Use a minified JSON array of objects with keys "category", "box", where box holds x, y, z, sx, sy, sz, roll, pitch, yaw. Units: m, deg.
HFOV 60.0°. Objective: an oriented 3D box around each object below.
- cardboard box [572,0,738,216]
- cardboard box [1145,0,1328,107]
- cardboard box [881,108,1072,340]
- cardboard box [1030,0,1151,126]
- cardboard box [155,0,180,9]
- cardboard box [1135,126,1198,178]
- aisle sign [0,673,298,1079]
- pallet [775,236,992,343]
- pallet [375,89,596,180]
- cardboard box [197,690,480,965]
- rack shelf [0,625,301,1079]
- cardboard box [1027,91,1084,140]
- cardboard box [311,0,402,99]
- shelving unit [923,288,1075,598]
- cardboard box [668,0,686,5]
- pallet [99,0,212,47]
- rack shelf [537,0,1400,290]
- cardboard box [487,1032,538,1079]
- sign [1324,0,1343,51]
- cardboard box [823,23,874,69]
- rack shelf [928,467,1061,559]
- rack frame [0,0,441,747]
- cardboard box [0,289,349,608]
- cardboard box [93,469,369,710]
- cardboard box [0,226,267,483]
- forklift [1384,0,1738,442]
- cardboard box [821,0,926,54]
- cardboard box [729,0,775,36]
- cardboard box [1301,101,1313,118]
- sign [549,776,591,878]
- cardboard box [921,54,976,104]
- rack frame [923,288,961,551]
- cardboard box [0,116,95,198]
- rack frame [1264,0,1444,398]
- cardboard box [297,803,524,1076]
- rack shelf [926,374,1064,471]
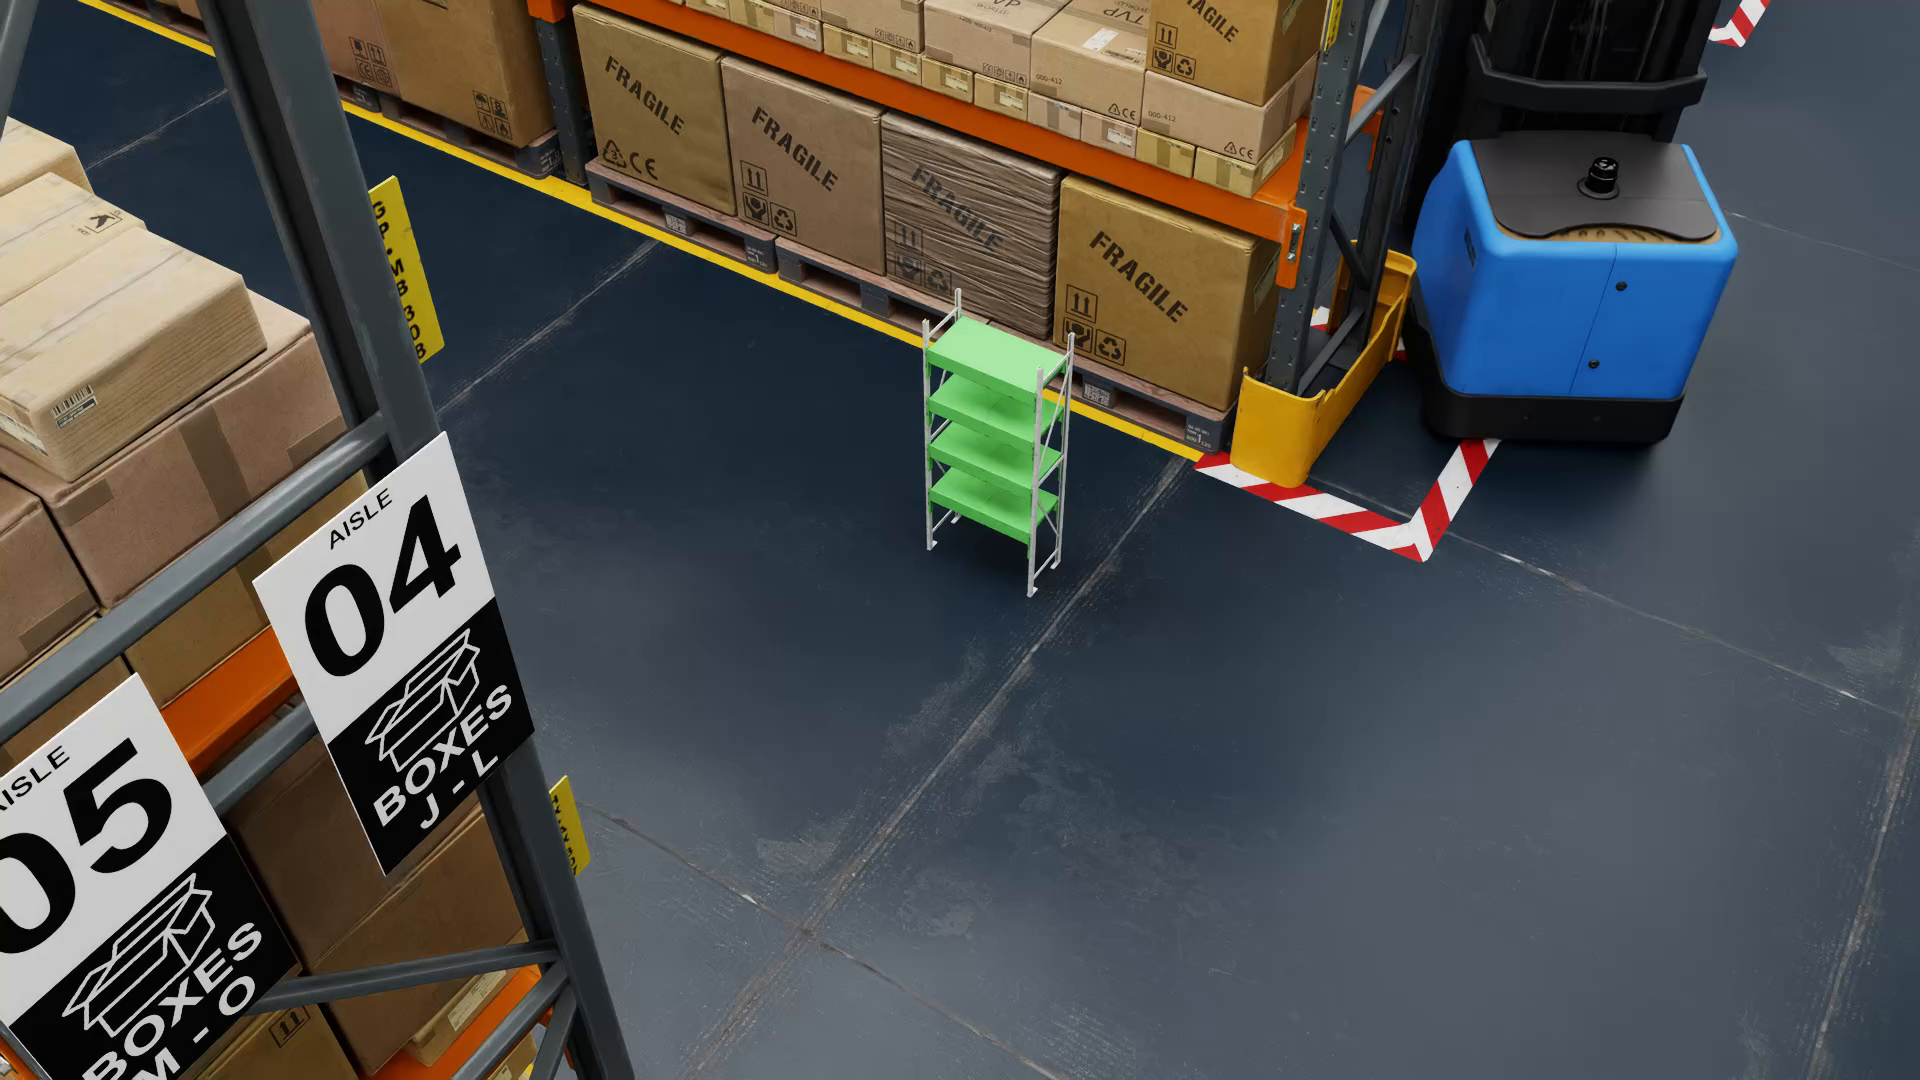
[{"category":"cardboard box","box":[-1.254,-2.329,8.332,0.875,0.875,0.875,25,51,22]},{"category":"cardboard box","box":[1.048,-2.021,6.219,0.500,0.500,0.500,25,51,23]},{"category":"cardboard box","box":[0.253,-1.636,7.659,0.875,0.875,0.875,25,51,22]},{"category":"cardboard box","box":[0.623,-1.954,6.676,0.500,0.250,0.500,24,50,21]},{"category":"cardboard box","box":[-4.564,-3.902,9.861,0.875,0.875,1.225,22,50,20]},{"category":"cardboard box","box":[0.903,-1.630,6.639,0.250,0.149,0.380,25,51,22]},{"category":"aisle sign","box":[-1.263,0.580,2.504,0.004,0.787,0.394,25,51,22]},{"category":"pallet","box":[-0.138,-1.442,8.226,1.213,0.211,1.003,25,51,22]},{"category":"pallet","box":[-2.457,-2.509,9.262,1.213,0.211,1.003,25,51,22]},{"category":"cardboard box","box":[-1.397,0.456,3.463,0.500,0.500,0.500,24,51,22]},{"category":"rack shelf","box":[-2.846,-0.292,3.574,4.000,0.370,1.077,25,51,22]},{"category":"cardboard box","box":[0.482,-1.825,6.829,0.250,0.149,0.380,26,51,23]},{"category":"cardboard box","box":[-3.069,-3.214,9.192,0.875,0.875,1.225,23,50,21]},{"category":"shelving unit","box":[0.139,-0.354,6.479,0.503,1.200,0.258,25,51,22]},{"category":"cardboard box","box":[-1.254,-2.621,7.602,0.250,0.149,0.380,26,51,23]},{"category":"pallet","box":[-4.511,-3.453,10.180,1.213,0.211,1.003,25,51,22]},{"category":"rack shelf","box":[-0.083,-2.202,7.522,4.000,0.370,1.077,25,51,22]},{"category":"cardboard box","box":[-1.420,1.508,4.695,0.250,0.149,0.380,23,50,20]},{"category":"sign","box":[1.296,-1.842,5.698,0.005,0.325,0.100,25,51,22]},{"category":"cardboard box","box":[-0.384,-2.222,7.214,0.250,0.149,0.380,23,50,21]},{"category":"rack shelf","box":[0.139,-0.142,6.697,0.480,0.148,0.258,25,51,22]},{"category":"rack frame","box":[-1.162,-0.814,1.488,0.127,3.000,1.000,25,51,22]},{"category":"cardboard box","box":[-1.400,-0.221,2.760,0.500,0.250,0.500,25,51,23]},{"category":"cardboard box","box":[-1.402,-0.045,2.937,0.500,0.250,0.500,26,51,23]},{"category":"cardboard box","box":[-1.312,-0.293,2.551,0.250,0.149,0.380,24,51,22]},{"category":"forklift","box":[2.664,-2.495,7.352,1.130,2.935,3.031,2,46,2]},{"category":"cardboard box","box":[-0.247,-2.350,7.061,0.500,0.250,0.500,25,51,22]},{"category":"cardboard box","box":[-0.816,-2.421,7.408,0.250,0.149,0.380,24,50,22]},{"category":"cardboard box","box":[1.480,-1.928,6.929,0.250,0.149,0.380,25,51,23]},{"category":"sign","box":[-0.870,0.647,3.648,0.005,0.325,0.100,25,51,22]},{"category":"cardboard box","box":[0.044,-2.025,7.023,0.250,0.149,0.380,25,51,22]},{"category":"rack frame","box":[-0.066,-0.449,6.571,0.015,1.200,0.240,25,51,22]},{"category":"cardboard box","box":[-1.706,-0.551,2.802,0.250,0.149,0.380,25,51,22]},{"category":"rack frame","box":[1.600,-1.678,6.511,0.127,3.000,1.000,25,51,22]},{"category":"cardboard box","box":[-1.391,0.798,3.828,0.500,0.500,0.500,27,52,24]},{"category":"rack shelf","box":[0.139,-0.477,6.353,0.480,0.148,0.258,25,51,22]}]
